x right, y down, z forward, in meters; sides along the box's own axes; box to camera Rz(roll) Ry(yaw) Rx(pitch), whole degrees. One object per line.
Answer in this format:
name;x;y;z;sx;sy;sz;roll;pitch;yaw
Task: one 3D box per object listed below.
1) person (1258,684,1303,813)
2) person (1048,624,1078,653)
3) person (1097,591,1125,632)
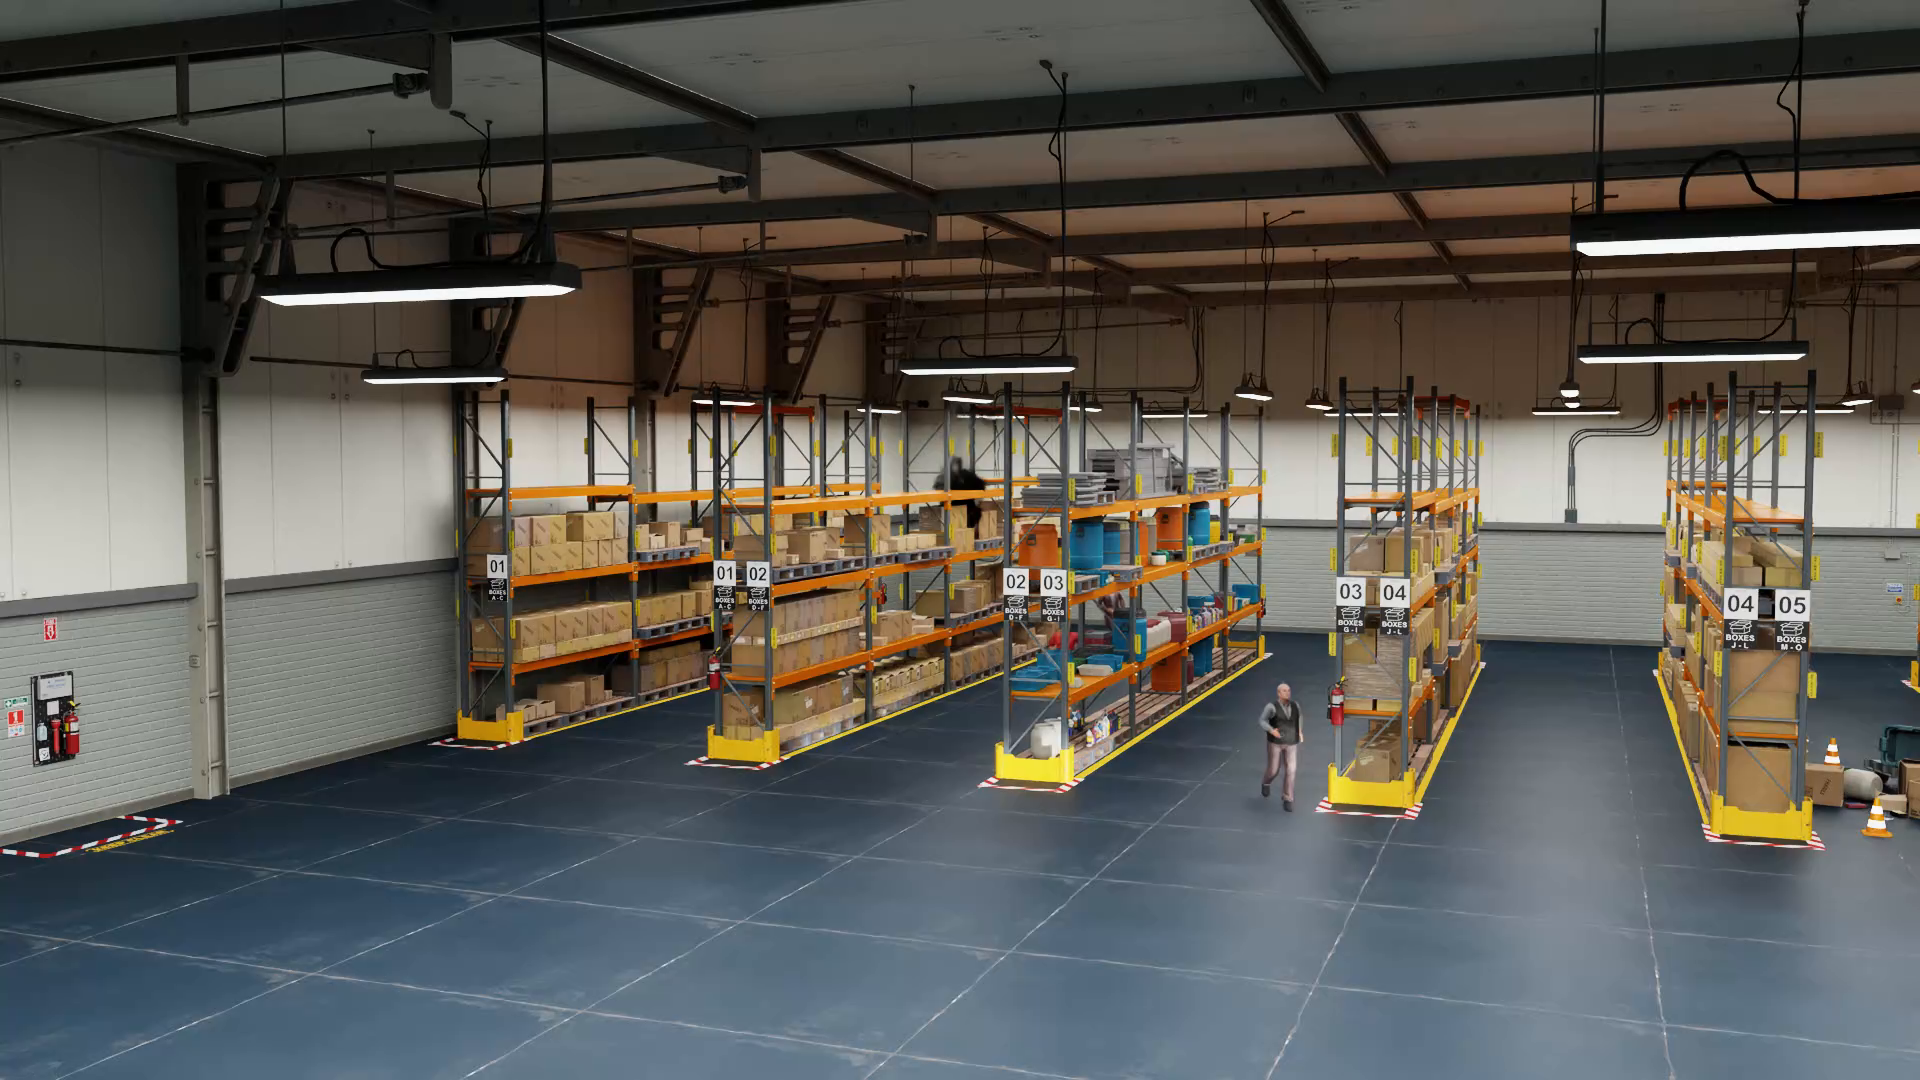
person;4.505;2.863;23.202;0.693;1.719;0.975;0;3;-7
person;1.995;2.395;31.670;0.642;1.787;0.762;1;3;20
person;3.729;1.898;41.049;0.773;1.785;0.755;0;3;-5
